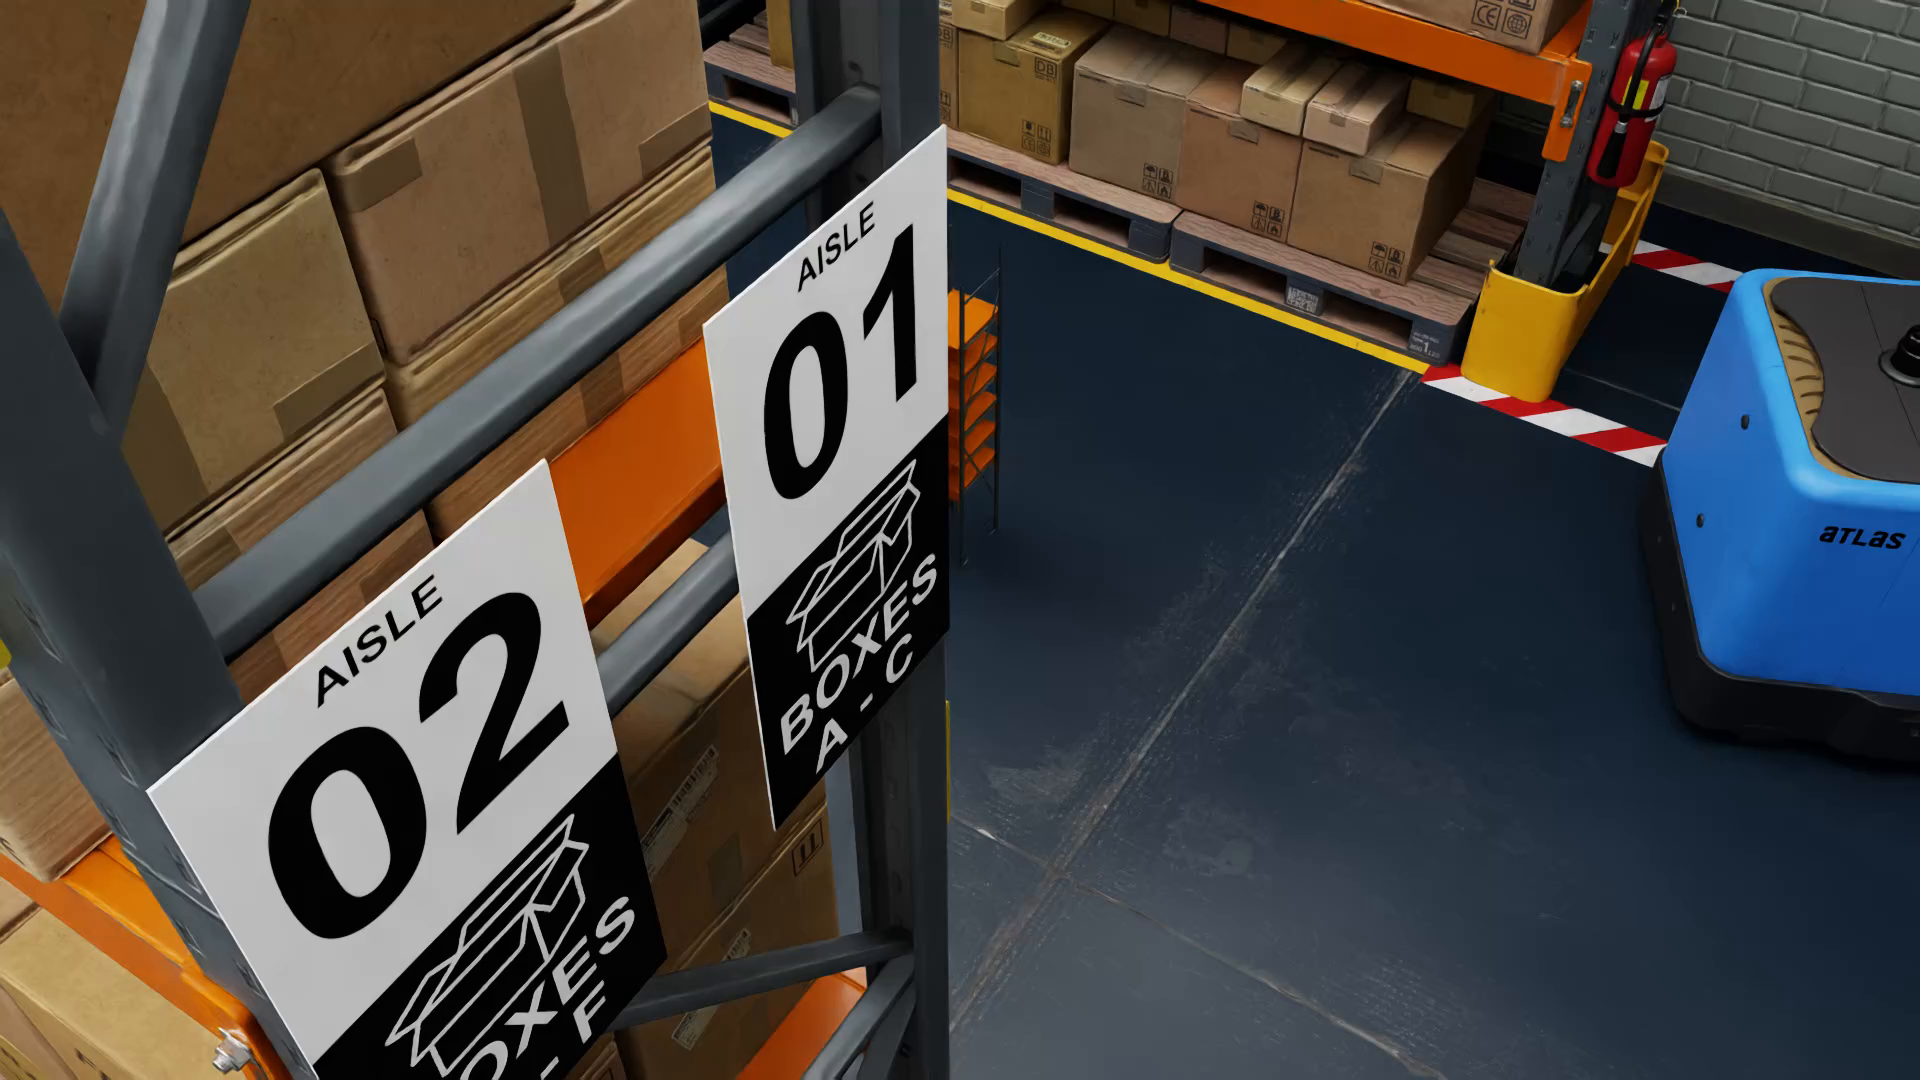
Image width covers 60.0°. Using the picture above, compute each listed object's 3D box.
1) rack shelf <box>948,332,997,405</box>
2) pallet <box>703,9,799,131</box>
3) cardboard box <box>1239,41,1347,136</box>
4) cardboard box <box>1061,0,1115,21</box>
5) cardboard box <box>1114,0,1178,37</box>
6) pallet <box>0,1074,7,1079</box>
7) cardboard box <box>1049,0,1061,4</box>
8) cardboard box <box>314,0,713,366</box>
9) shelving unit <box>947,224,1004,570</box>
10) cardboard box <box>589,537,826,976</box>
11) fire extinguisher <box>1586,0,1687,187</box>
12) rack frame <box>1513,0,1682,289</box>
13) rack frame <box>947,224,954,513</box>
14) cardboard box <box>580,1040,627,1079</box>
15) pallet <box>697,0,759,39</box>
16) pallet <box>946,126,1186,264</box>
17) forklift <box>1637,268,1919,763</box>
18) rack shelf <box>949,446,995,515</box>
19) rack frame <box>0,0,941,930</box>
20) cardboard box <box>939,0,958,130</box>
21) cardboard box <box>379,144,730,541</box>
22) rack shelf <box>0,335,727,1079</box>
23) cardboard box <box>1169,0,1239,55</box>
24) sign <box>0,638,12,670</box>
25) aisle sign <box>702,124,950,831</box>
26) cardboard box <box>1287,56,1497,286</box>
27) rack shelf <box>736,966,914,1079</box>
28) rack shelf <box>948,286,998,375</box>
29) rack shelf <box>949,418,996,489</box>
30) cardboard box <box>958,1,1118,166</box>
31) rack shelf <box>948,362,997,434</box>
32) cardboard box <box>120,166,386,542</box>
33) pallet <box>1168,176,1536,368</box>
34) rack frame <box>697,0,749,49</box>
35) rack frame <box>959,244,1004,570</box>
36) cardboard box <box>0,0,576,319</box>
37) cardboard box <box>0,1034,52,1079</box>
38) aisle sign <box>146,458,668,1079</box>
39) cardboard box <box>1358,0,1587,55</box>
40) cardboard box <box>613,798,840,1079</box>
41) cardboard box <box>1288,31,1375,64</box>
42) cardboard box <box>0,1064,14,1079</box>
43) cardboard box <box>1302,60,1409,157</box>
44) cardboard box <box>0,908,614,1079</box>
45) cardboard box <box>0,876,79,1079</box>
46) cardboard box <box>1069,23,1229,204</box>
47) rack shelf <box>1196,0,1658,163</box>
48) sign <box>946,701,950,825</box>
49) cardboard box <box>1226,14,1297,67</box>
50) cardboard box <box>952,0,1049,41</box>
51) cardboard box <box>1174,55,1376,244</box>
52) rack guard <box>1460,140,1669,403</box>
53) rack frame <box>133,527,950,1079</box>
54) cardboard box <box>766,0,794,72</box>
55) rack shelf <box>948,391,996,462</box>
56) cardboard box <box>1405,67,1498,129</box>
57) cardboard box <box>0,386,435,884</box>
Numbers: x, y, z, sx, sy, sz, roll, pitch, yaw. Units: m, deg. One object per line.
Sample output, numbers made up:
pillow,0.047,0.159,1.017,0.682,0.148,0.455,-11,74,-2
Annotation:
rack shelf,-0.012,-0.560,5.185,0.180,0.103,0.258,25,51,22
pallet,-0.436,-2.206,7.746,1.213,0.211,1.003,25,51,22
cardboard box,1.268,-1.720,6.328,0.250,0.149,0.380,26,51,23
cardboard box,0.622,-2.343,6.933,0.250,0.149,0.380,24,50,21
cardboard box,0.835,-2.244,6.837,0.250,0.149,0.380,25,51,22
pallet,-2.096,1.183,4.453,1.213,0.211,1.003,25,51,22
cardboard box,0.404,-2.442,7.029,0.250,0.149,0.380,25,51,22
cardboard box,-0.630,-0.502,1.810,0.500,0.250,0.500,25,51,22
shelving unit,-0.012,-0.424,5.325,0.189,1.200,0.258,25,51,22
cardboard box,-0.569,0.307,2.593,0.500,0.500,0.500,26,51,23
fire extinguisher,2.211,-1.476,5.407,0.183,0.674,0.296,25,51,22
rack frame,2.333,-1.970,5.573,0.127,3.000,1.000,25,51,22
rack frame,-0.089,-0.459,5.360,0.006,1.200,0.240,25,51,22
cardboard box,-0.862,0.978,2.639,0.500,0.500,0.500,26,51,23
pallet,-1.724,-2.800,8.324,1.213,0.211,1.003,25,51,22
pallet,0.595,-1.734,7.288,1.213,0.211,1.003,25,51,22
forklift,3.775,-0.612,4.301,3.031,2.935,1.130,6,46,6
rack shelf,-0.012,-0.226,5.529,0.180,0.103,0.258,25,51,22
rack frame,-0.338,-1.069,0.514,0.127,3.000,1.000,25,51,22
cardboard box,-0.039,-2.246,7.291,0.500,0.500,0.700,24,51,22
cardboard box,-0.633,-0.324,1.986,0.500,0.250,0.500,25,51,22
rack shelf,-2.021,-0.547,2.600,4.000,0.370,1.077,25,51,22
cardboard box,1.051,-2.145,6.741,0.250,0.149,0.380,25,51,23
sign,-0.654,-0.005,0.954,0.005,0.325,0.100,25,51,22
aisle sign,-0.122,-0.035,1.880,0.004,0.787,0.394,25,51,22
cardboard box,1.690,-1.456,6.524,0.500,0.500,0.700,25,51,22
rack shelf,-2.021,0.498,3.676,4.000,0.370,1.077,25,51,22
rack shelf,-0.012,-0.644,5.099,0.180,0.103,0.258,25,51,22
rack shelf,-0.012,-0.309,5.443,0.180,0.103,0.258,25,51,22
cardboard box,0.392,-2.046,7.097,0.500,0.500,0.700,26,51,23
rack shelf,-0.012,-0.476,5.271,0.180,0.103,0.258,25,51,22
cardboard box,-0.908,-0.191,1.508,0.500,0.250,0.500,25,51,22
pallet,1.618,-1.261,6.828,1.213,0.211,1.003,25,51,22
rack frame,-1.034,-3.519,7.078,0.127,3.000,1.000,25,51,22
rack frame,0.065,-0.388,5.291,0.006,1.200,0.240,25,51,22
cardboard box,-0.779,-0.596,1.379,0.500,0.500,0.700,25,51,22
cardboard box,-1.300,0.779,2.832,0.500,0.500,0.500,25,51,22
aisle sign,-0.446,0.327,1.528,0.004,0.787,0.394,25,51,22
cardboard box,1.899,-2.266,5.651,0.700,0.700,0.980,27,52,24
cardboard box,-0.569,0.656,2.952,0.500,0.500,0.500,26,51,23
cardboard box,1.476,-1.950,6.551,0.250,0.149,0.380,25,51,22
cardboard box,-1.718,0.582,3.023,0.500,0.500,0.500,25,51,22
cardboard box,1.484,-1.622,6.232,0.250,0.149,0.380,24,51,22
cardboard box,-0.861,0.632,2.277,0.500,0.500,0.500,24,51,22
cardboard box,-1.287,0.437,2.467,0.500,0.500,0.500,26,51,23
cardboard box,0.845,-1.844,6.901,0.500,0.500,0.700,23,50,21
rack shelf,0.650,-2.494,6.584,4.000,0.370,1.077,25,51,22
sign,-0.045,0.392,2.674,0.005,0.325,0.100,25,51,22
cardboard box,1.266,-2.047,6.646,0.250,0.149,0.380,25,51,22
cardboard box,0.170,-2.224,6.818,0.250,0.149,0.380,23,50,21
cardboard box,1.269,-1.650,6.712,0.500,0.500,0.700,25,51,22
rack guard,2.353,-1.090,6.460,0.348,0.500,1.175,25,51,22
rack frame,-0.338,1.022,2.666,0.127,3.000,1.000,25,51,22
cardboard box,-0.460,-2.443,7.482,0.500,0.500,0.700,25,51,23
rack shelf,-0.012,-0.393,5.357,0.180,0.103,0.258,25,51,22
cardboard box,1.903,-1.755,6.361,0.250,0.149,0.380,25,51,22
cardboard box,-0.913,-0.011,1.682,0.500,0.250,0.500,25,51,22
